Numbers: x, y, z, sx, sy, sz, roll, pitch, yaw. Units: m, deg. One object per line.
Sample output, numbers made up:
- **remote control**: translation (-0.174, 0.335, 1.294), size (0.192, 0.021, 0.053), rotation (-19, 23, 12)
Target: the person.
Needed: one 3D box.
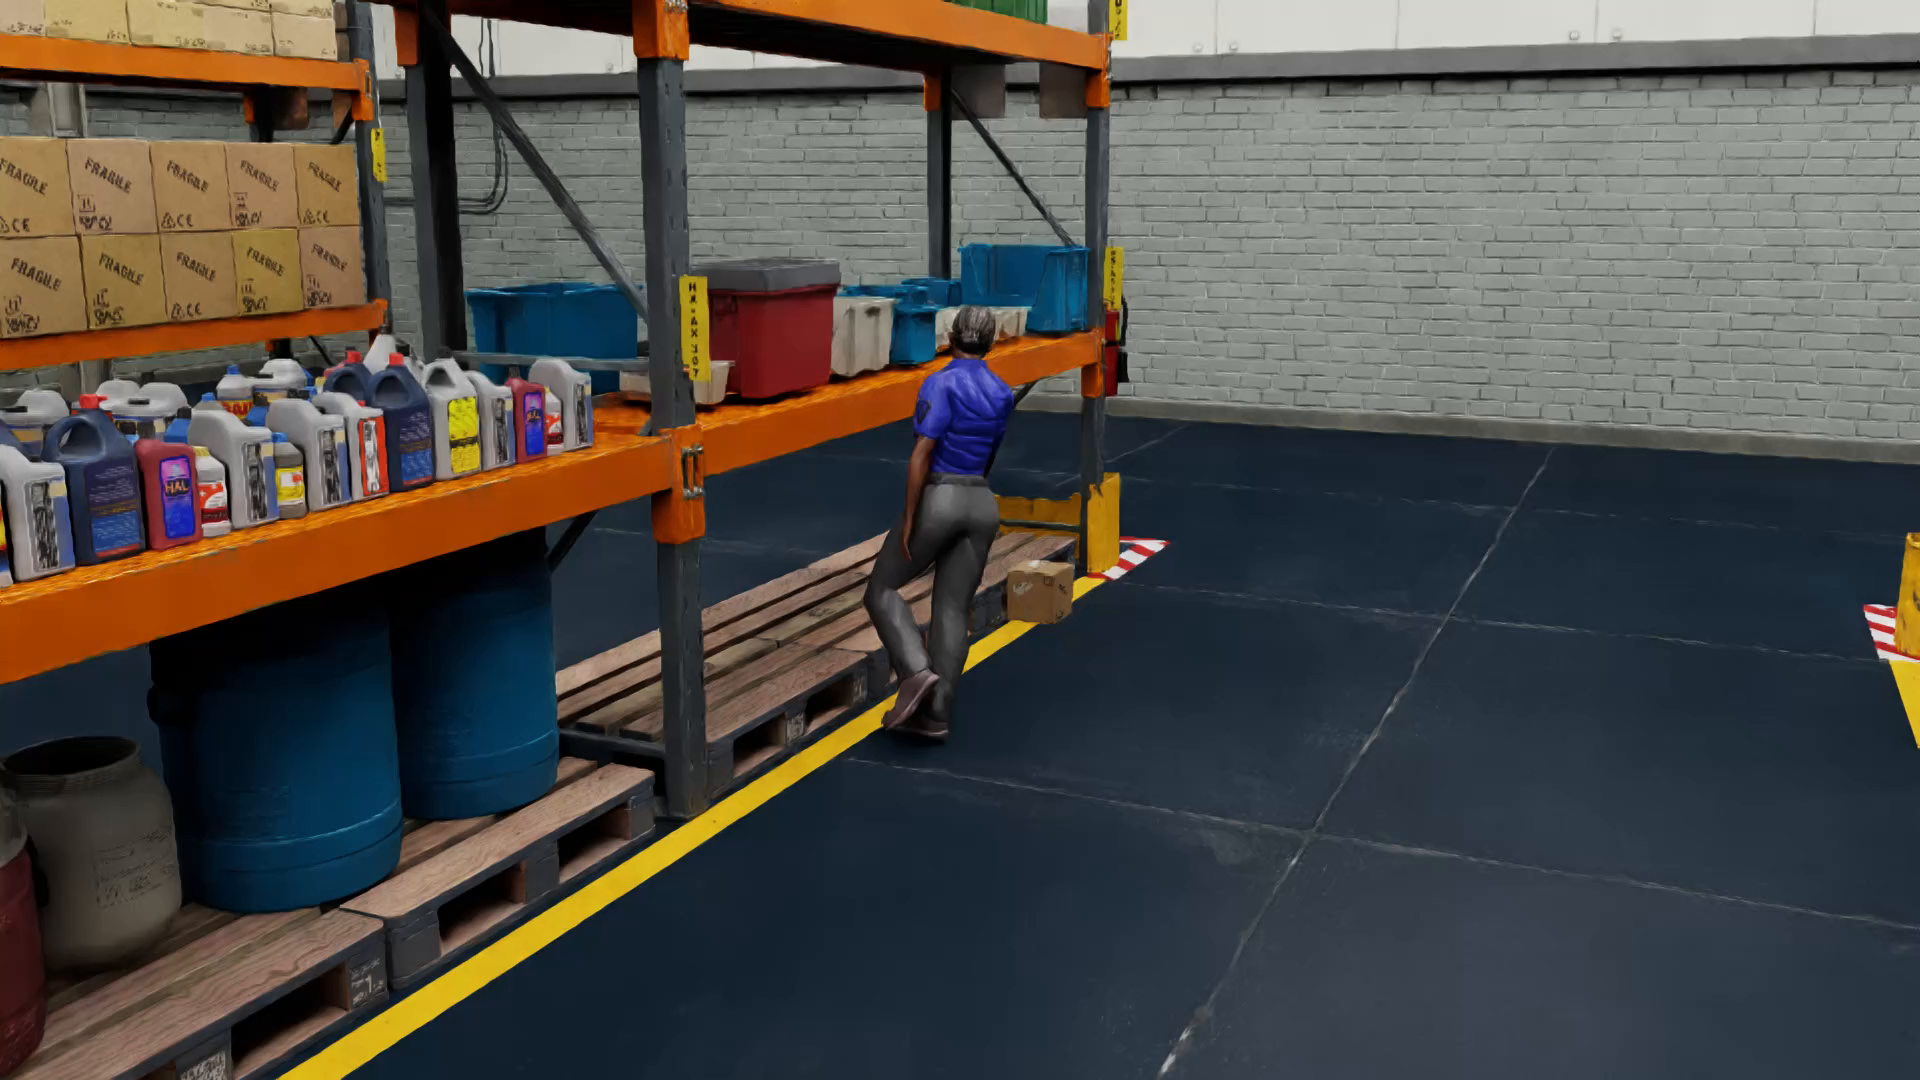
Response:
- **person**: translation (-0.089, -0.074, 6.311), size (0.663, 1.613, 0.470), rotation (-10, 16, -39)
